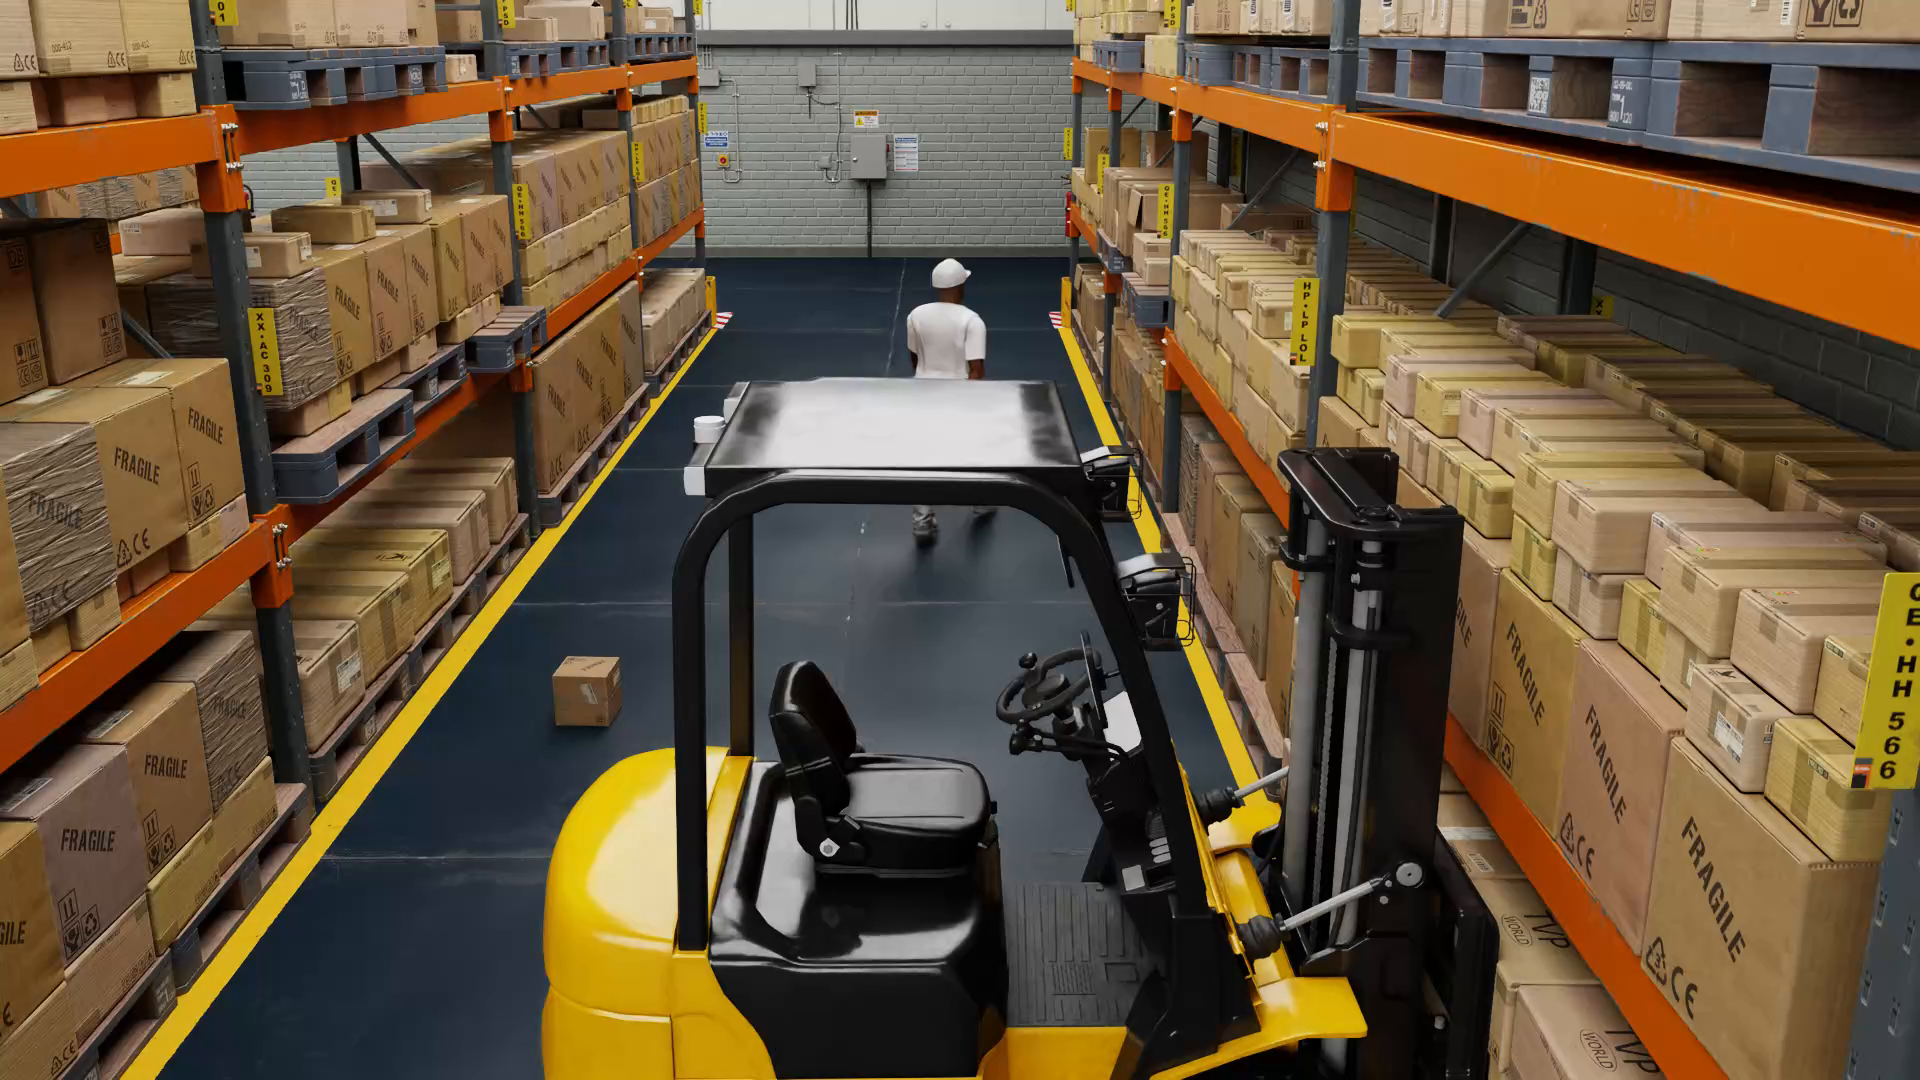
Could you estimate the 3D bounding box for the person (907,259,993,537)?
[{"bbox_3d":[-0.046,-0.934,10.540,0.563,1.712,1.049,6,18,19],"label":"person"}]
